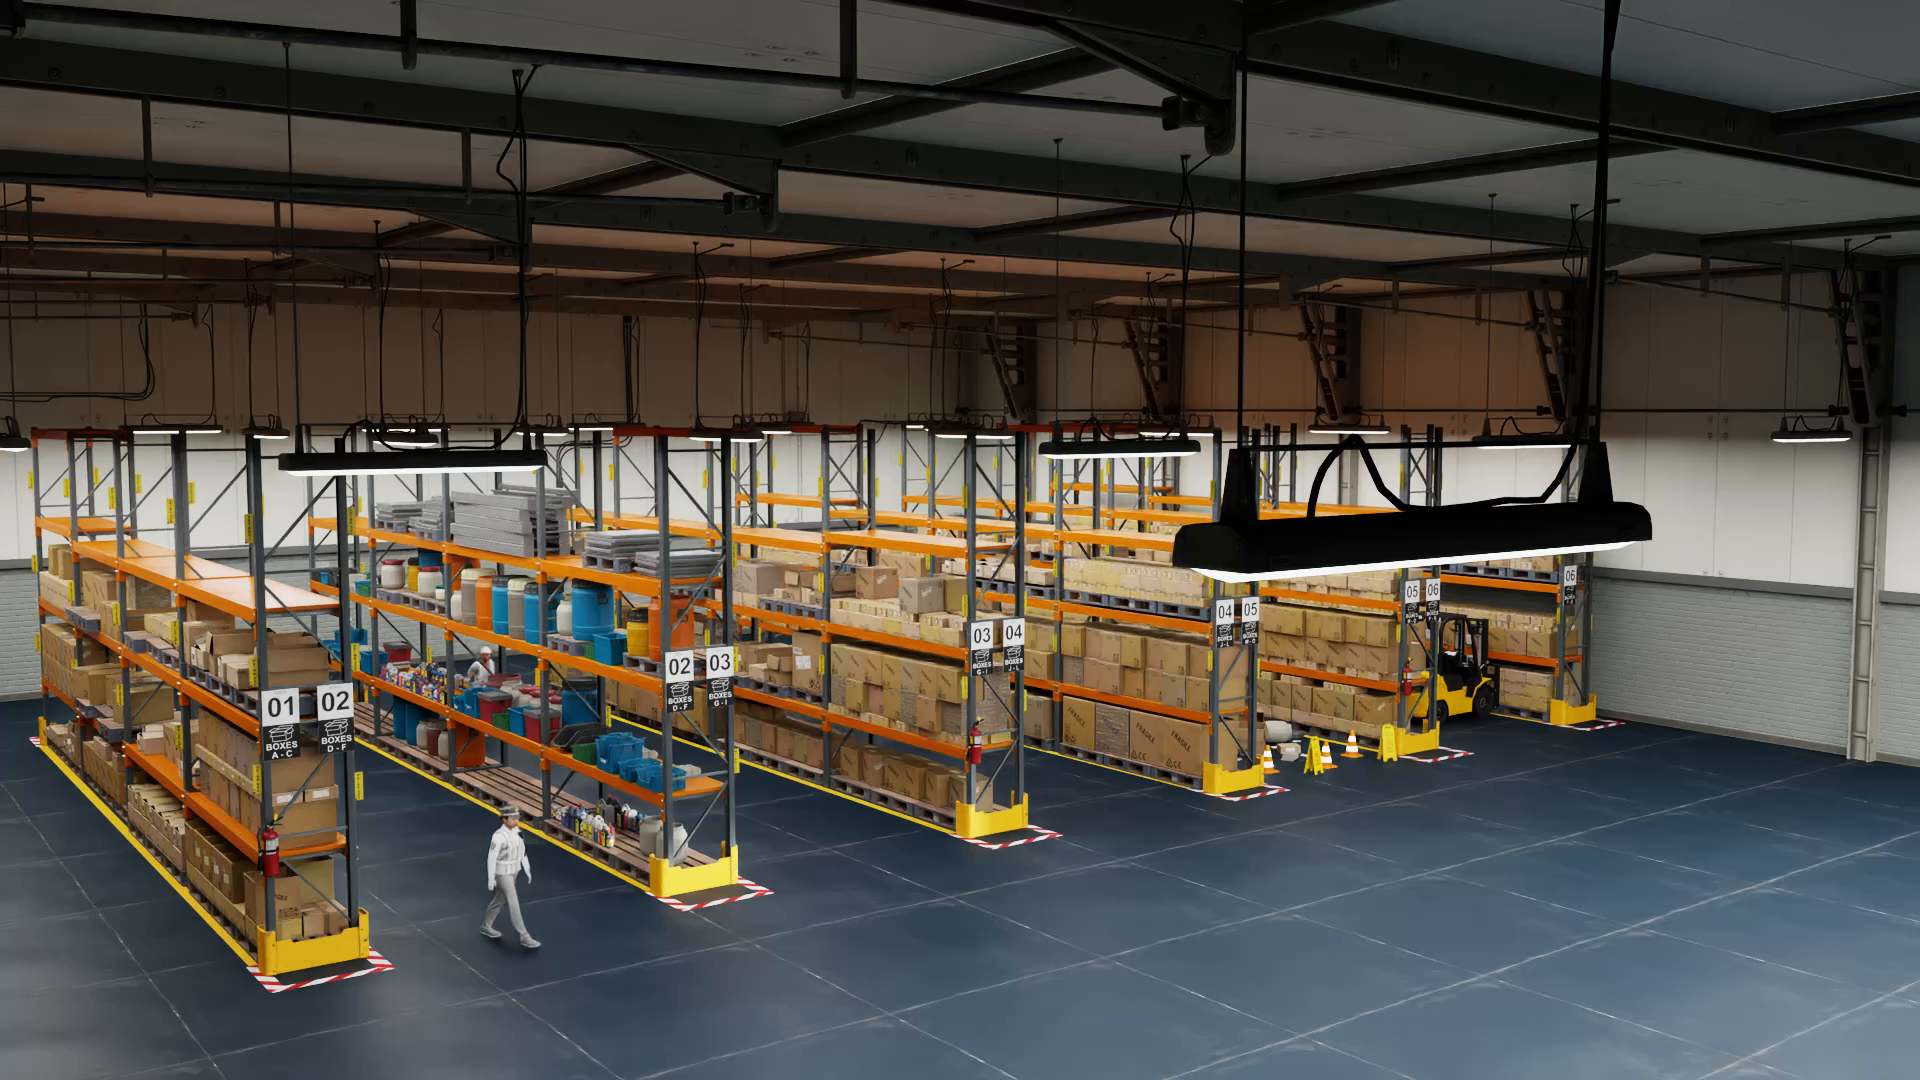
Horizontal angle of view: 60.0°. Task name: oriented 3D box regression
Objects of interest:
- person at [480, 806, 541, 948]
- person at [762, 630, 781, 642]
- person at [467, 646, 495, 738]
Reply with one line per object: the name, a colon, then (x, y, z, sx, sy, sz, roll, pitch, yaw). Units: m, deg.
person: (-5.315, 3.947, 19.696, 0.952, 1.619, 0.508, 1, 5, 15)
person: (-5.187, 1.960, 45.456, 0.478, 1.620, 0.984, 3, 5, 31)
person: (-9.315, 2.926, 32.278, 0.717, 1.762, 0.620, 3, 5, 35)
